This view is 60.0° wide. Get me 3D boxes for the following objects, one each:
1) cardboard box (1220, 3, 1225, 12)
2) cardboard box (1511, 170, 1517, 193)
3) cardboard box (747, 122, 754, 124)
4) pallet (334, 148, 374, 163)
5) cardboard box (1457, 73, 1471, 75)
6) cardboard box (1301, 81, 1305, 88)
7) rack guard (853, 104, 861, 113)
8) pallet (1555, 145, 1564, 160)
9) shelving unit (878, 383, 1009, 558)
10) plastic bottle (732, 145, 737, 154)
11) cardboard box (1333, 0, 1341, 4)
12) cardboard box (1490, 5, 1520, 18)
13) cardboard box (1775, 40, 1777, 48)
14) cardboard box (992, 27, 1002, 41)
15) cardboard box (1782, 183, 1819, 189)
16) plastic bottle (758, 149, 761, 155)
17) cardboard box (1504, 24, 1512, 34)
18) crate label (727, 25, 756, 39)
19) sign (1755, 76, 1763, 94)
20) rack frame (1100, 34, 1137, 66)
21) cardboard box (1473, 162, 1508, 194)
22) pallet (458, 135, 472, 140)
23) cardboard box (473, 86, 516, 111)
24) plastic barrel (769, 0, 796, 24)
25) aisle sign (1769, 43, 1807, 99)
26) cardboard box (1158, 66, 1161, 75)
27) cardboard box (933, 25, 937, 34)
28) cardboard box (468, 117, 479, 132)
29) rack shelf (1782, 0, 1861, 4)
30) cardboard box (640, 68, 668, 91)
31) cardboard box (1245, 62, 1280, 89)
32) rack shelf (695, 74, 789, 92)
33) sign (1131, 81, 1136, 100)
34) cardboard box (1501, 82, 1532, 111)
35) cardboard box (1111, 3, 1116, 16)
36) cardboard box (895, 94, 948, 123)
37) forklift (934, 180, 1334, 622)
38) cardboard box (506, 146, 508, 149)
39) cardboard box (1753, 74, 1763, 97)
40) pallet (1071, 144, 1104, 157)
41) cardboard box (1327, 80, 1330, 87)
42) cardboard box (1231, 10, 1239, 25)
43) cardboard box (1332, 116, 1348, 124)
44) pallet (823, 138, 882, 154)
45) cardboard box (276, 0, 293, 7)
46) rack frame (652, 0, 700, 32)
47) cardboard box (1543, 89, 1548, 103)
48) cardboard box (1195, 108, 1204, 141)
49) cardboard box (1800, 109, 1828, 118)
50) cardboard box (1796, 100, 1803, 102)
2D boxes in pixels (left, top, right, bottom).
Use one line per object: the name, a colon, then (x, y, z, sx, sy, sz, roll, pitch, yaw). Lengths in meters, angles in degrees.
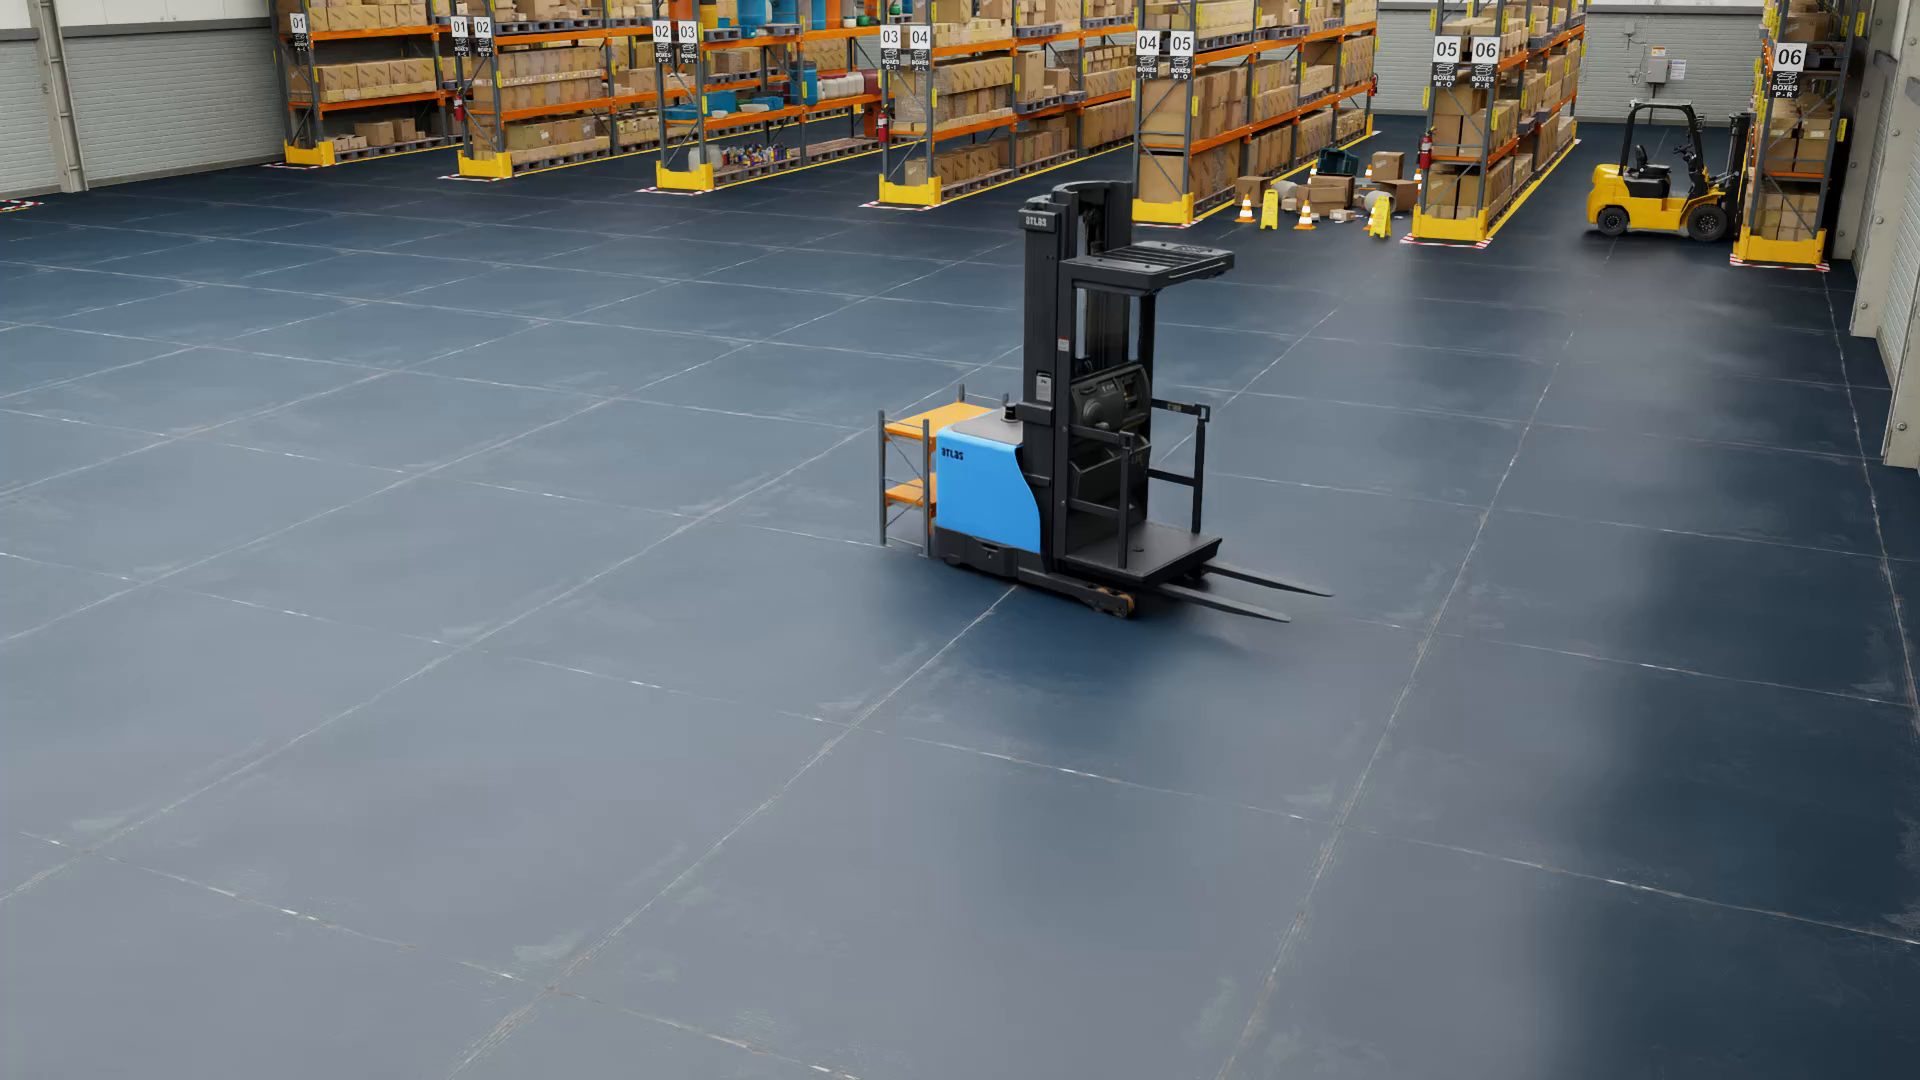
cardboard box: (4.461, -9.418, 29.408, 0.380, 0.149, 0.250, 8, 21, 22)
cardboard box: (9.920, -6.751, 31.270, 0.950, 0.372, 0.625, 9, 21, 23)
cardboard box: (-5.656, -11.177, 43.493, 0.500, 0.500, 0.500, 8, 21, 21)
pallet: (-14.133, -8.759, 37.784, 1.003, 0.211, 1.213, 9, 21, 23)
cardboard box: (8.870, -7.881, 29.068, 0.700, 0.500, 0.500, 8, 21, 22)
cardboard box: (7.278, -9.925, 36.203, 0.380, 0.149, 0.250, 10, 22, 25)
rack guard: (-3.487, -12.818, 48.765, 1.175, 0.500, 0.348, 9, 21, 23)
pallet: (13.366, -8.984, 38.415, 1.003, 0.211, 1.213, 9, 21, 23)
shelving unit: (-0.123, -0.577, 13.411, 0.538, 1.125, 1.048, 15, 24, 36)
plastic bottle: (-4.813, -8.252, 35.491, 0.144, 0.351, 0.185, 8, 21, 22)
cardboard box: (8.766, -12.546, 38.676, 0.380, 0.149, 0.250, 8, 21, 22)
cardboard box: (10.226, -9.916, 31.249, 0.500, 0.250, 0.500, 9, 21, 24)
cardboard box: (12.662, -7.563, 25.380, 0.380, 0.149, 0.250, 8, 21, 21)
cardboard box: (0.494, -9.999, 32.856, 0.500, 0.250, 0.500, 9, 22, 24)
cardboard box: (13.385, -5.527, 26.517, 0.500, 0.250, 0.500, 8, 21, 22)
plastic bottle: (-4.231, -8.169, 35.359, 0.061, 0.283, 0.133, 9, 21, 23)
cardboard box: (8.819, -8.373, 27.243, 0.380, 0.149, 0.250, 8, 21, 23)
crate label: (-4.422, -10.317, 33.748, 0.502, 0.251, 0.408, 9, 21, 23)
sign: (15.376, -8.753, 31.995, 0.100, 0.325, 0.005, 9, 21, 23)
rack frame: (3.942, -11.436, 41.148, 1.000, 3.000, 0.127, 9, 21, 23)
cardboard box: (9.295, -6.357, 29.224, 0.500, 0.500, 0.500, 10, 22, 26)
pallet: (-12.075, -10.328, 42.194, 1.003, 0.211, 1.213, 9, 21, 23)
cardboard box: (-9.805, -9.316, 35.038, 0.700, 0.500, 0.500, 9, 21, 23)
plastic barrel: (-3.842, -11.505, 36.117, 0.600, 0.901, 0.708, 9, 21, 23)
aisle sign: (12.304, -6.973, 24.719, 0.394, 0.787, 0.004, 9, 21, 23)
cardboard box: (4.789, -11.923, 42.299, 0.500, 0.250, 0.500, 9, 22, 24)
cardboard box: (-0.648, -9.350, 30.436, 0.380, 0.149, 0.250, 8, 21, 22)
cardboard box: (-12.439, -10.451, 41.453, 0.700, 0.500, 0.500, 8, 21, 22)
rack shelf: (13.418, -8.638, 25.999, 1.077, 0.370, 4.000, 9, 21, 23)
cardboard box: (-7.404, -11.105, 40.070, 0.500, 0.500, 0.500, 7, 21, 20)
cardboard box: (6.181, -9.572, 34.266, 0.700, 0.500, 0.500, 8, 21, 22)
rack shelf: (-5.913, -11.846, 43.375, 1.077, 0.370, 4.000, 9, 21, 23)
sign: (3.023, -7.792, 28.820, 0.100, 0.325, 0.005, 9, 21, 23)
cardboard box: (10.366, -8.273, 31.034, 0.500, 0.500, 0.500, 9, 21, 23)
cardboard box: (3.411, -12.682, 39.682, 0.500, 0.311, 0.500, 8, 21, 21)
cardboard box: (-0.721, -8.119, 31.229, 0.875, 0.500, 0.500, 9, 21, 23)
forklift: (1.262, -1.026, 11.980, 3.031, 2.935, 1.130, 15, 25, 37)
cardboard box: (-9.864, -8.389, 36.058, 0.500, 0.250, 0.500, 9, 21, 23)
cardboard box: (17.111, -9.524, 34.996, 0.700, 0.500, 0.500, 9, 22, 24)
pallet: (2.696, -9.130, 38.826, 1.003, 0.211, 1.213, 9, 21, 23)
cardboard box: (8.338, -10.576, 38.478, 0.380, 0.149, 0.250, 9, 21, 23)
cardboard box: (4.769, -9.514, 30.271, 0.500, 0.250, 0.500, 8, 21, 22)
cardboard box: (9.246, -10.246, 40.542, 0.380, 0.149, 0.250, 9, 21, 24)
pallet: (-2.567, -9.347, 39.437, 1.003, 0.211, 1.213, 9, 21, 23)
cardboard box: (-14.591, -11.915, 36.348, 0.500, 0.500, 0.500, 10, 22, 25)
rack frame: (-5.490, -11.274, 31.739, 1.000, 3.000, 0.127, 9, 21, 23)
cardboard box: (11.778, -9.139, 34.168, 0.500, 0.250, 0.500, 8, 21, 22)
cardboard box: (3.828, -7.417, 29.625, 0.875, 0.550, 0.550, 9, 21, 23)
cardboard box: (13.591, -6.763, 26.447, 0.380, 0.149, 0.250, 9, 21, 23)
cardboard box: (15.147, -7.764, 29.706, 0.380, 0.149, 0.250, 8, 21, 22)
